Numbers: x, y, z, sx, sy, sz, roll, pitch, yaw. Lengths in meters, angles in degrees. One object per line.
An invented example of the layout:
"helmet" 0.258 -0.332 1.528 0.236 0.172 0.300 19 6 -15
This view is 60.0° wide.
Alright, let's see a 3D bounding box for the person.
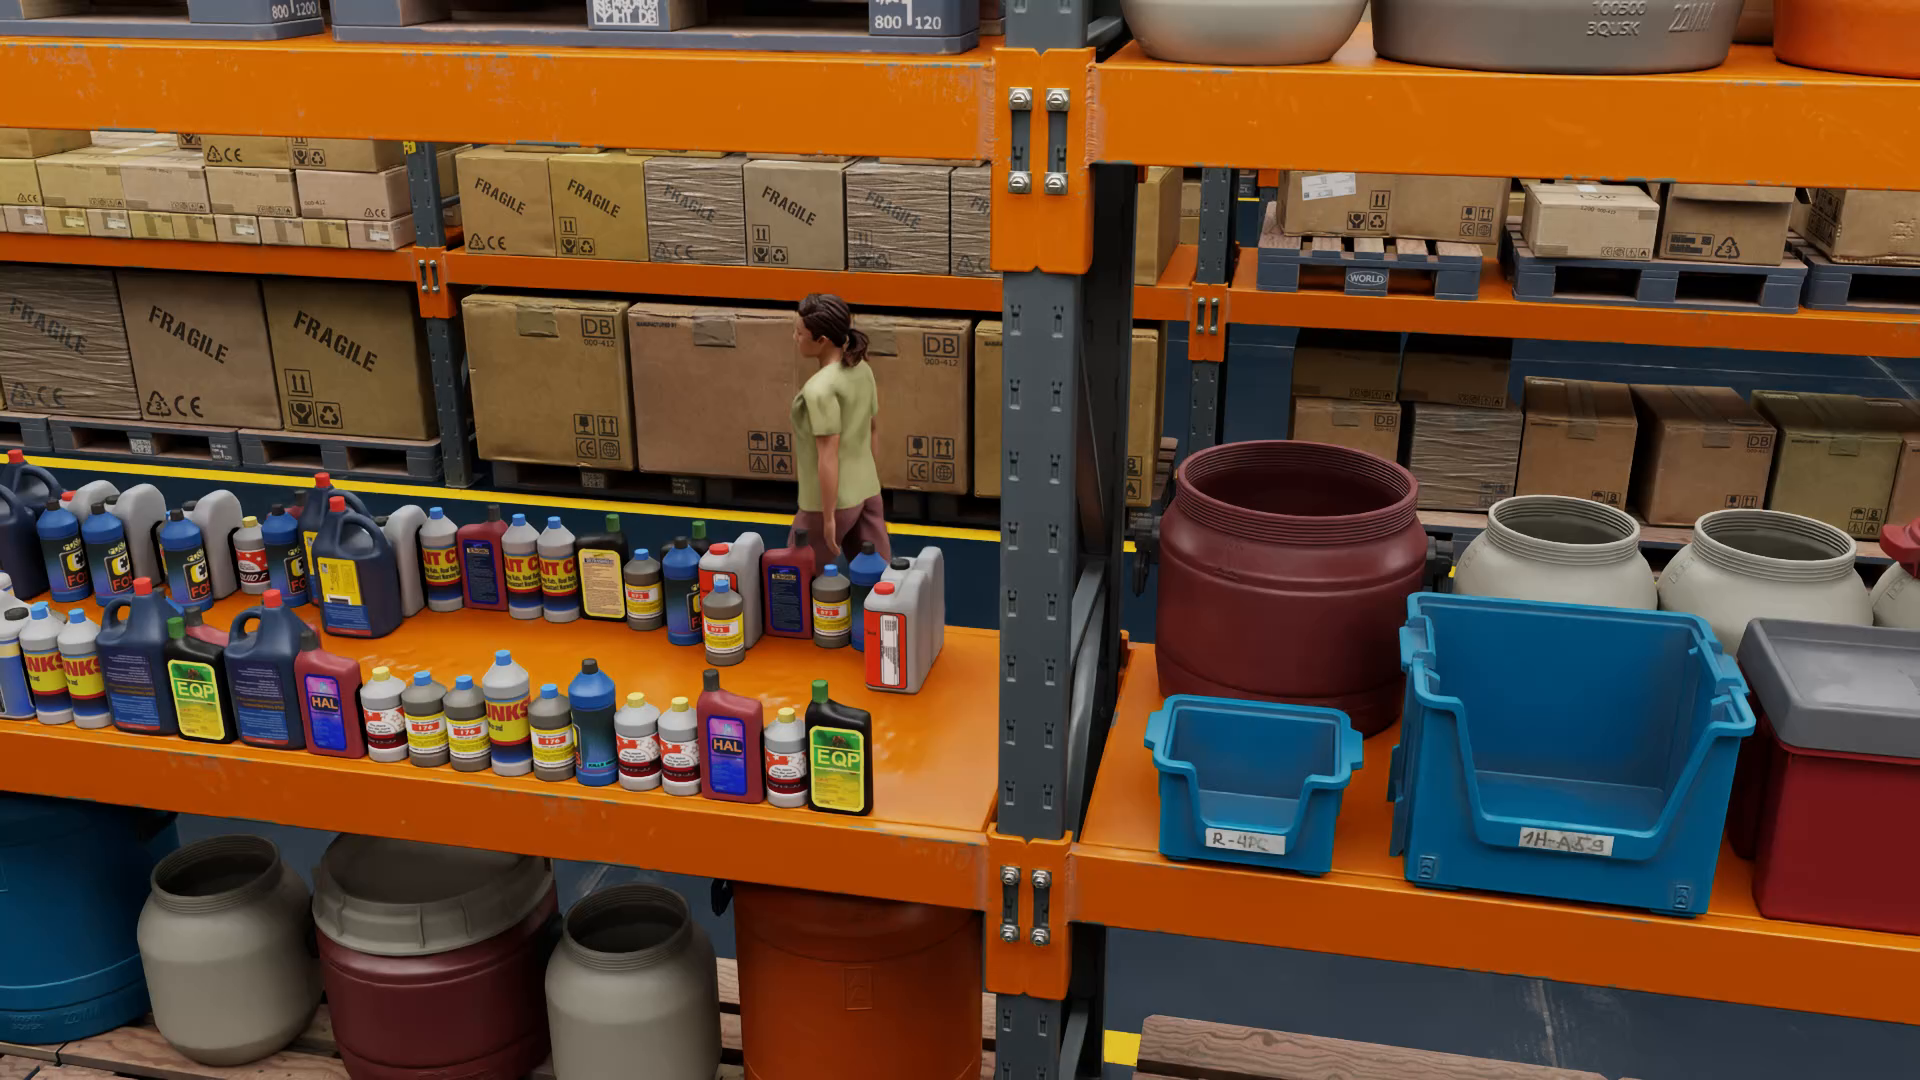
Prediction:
"person" -0.480 -0.150 6.451 0.803 1.651 0.468 12 25 28
